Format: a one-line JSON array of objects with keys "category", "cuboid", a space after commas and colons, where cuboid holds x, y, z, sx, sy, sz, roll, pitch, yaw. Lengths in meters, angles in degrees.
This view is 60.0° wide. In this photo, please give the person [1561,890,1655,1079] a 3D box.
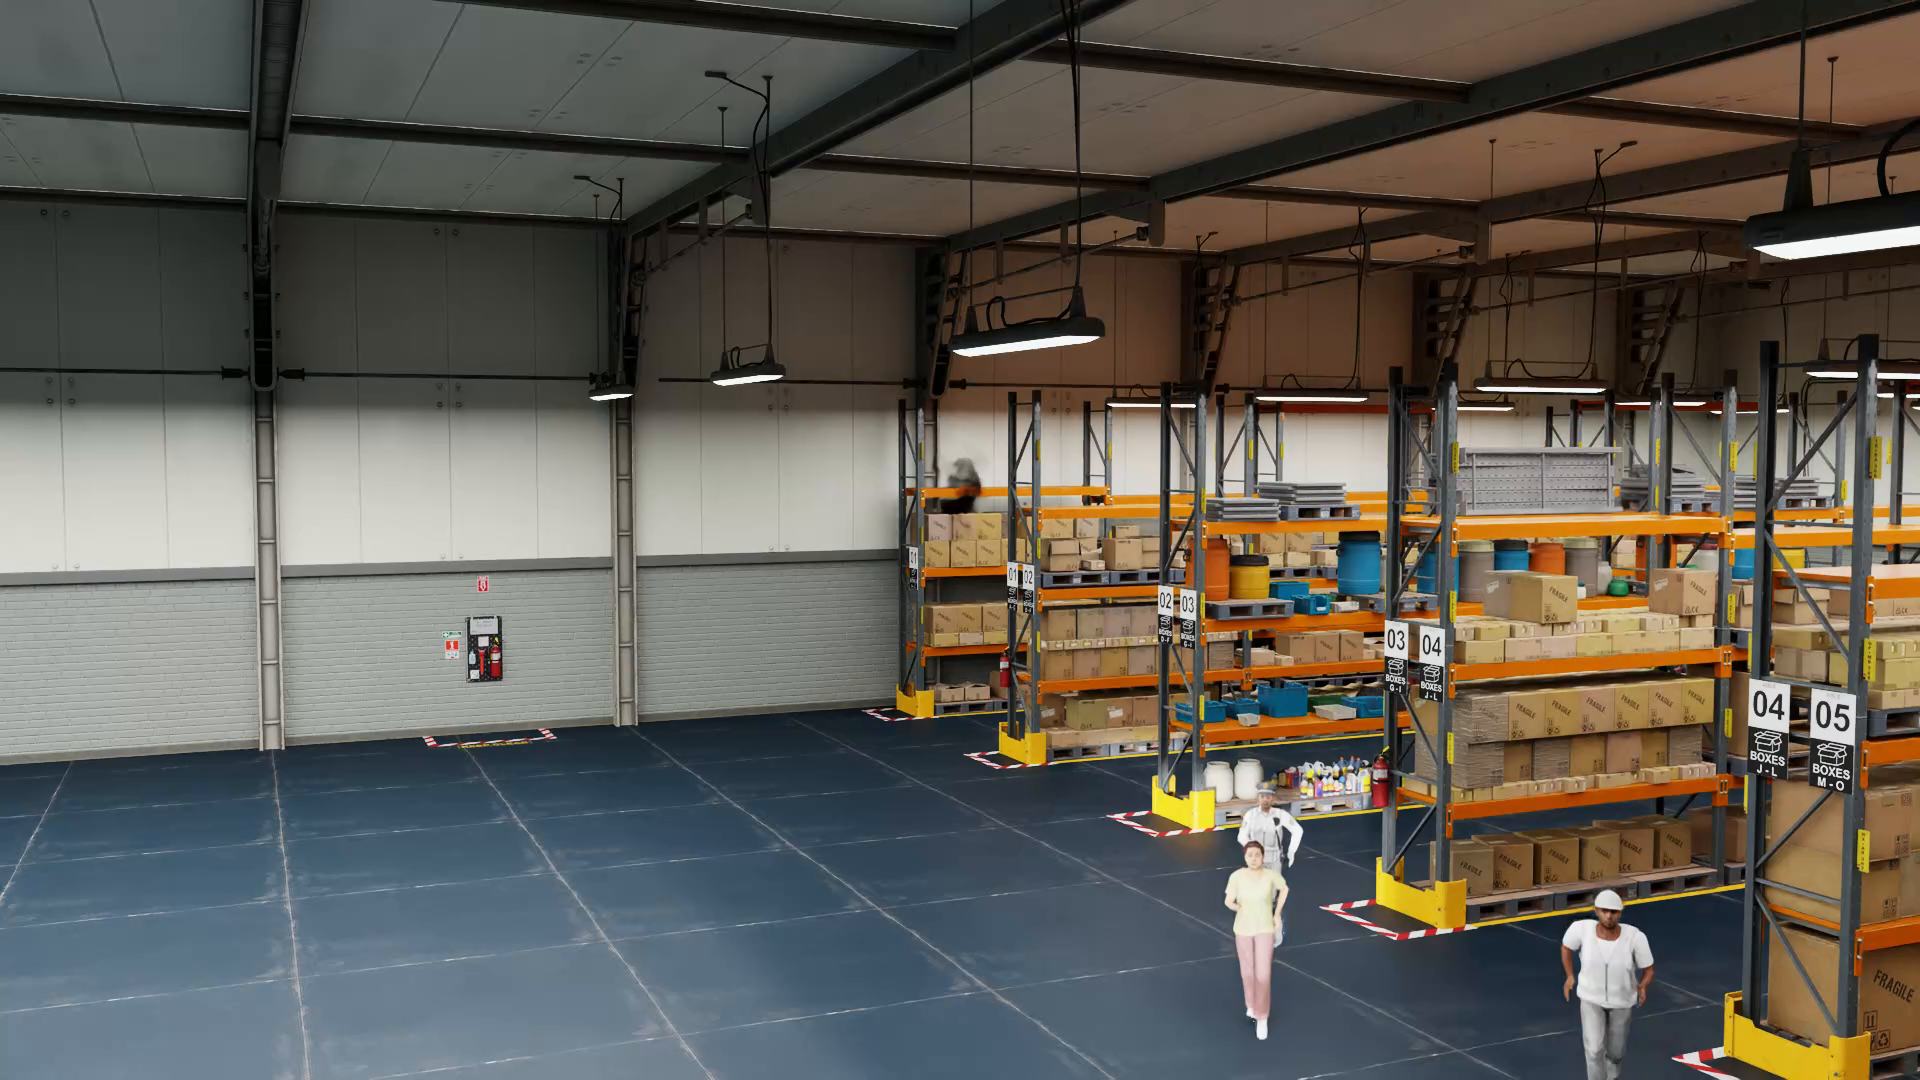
[{"category": "person", "cuboid": [4.995, 3.539, 12.852, 0.676, 1.746, 0.926, 1, 4, 20]}]

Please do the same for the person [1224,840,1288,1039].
[{"category": "person", "cuboid": [2.588, 3.454, 14.606, 0.529, 1.650, 0.727, 1, 4, 17]}]

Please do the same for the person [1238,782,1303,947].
[{"category": "person", "cuboid": [3.153, 3.324, 17.069, 0.605, 1.683, 0.670, 2, 4, 26]}]
